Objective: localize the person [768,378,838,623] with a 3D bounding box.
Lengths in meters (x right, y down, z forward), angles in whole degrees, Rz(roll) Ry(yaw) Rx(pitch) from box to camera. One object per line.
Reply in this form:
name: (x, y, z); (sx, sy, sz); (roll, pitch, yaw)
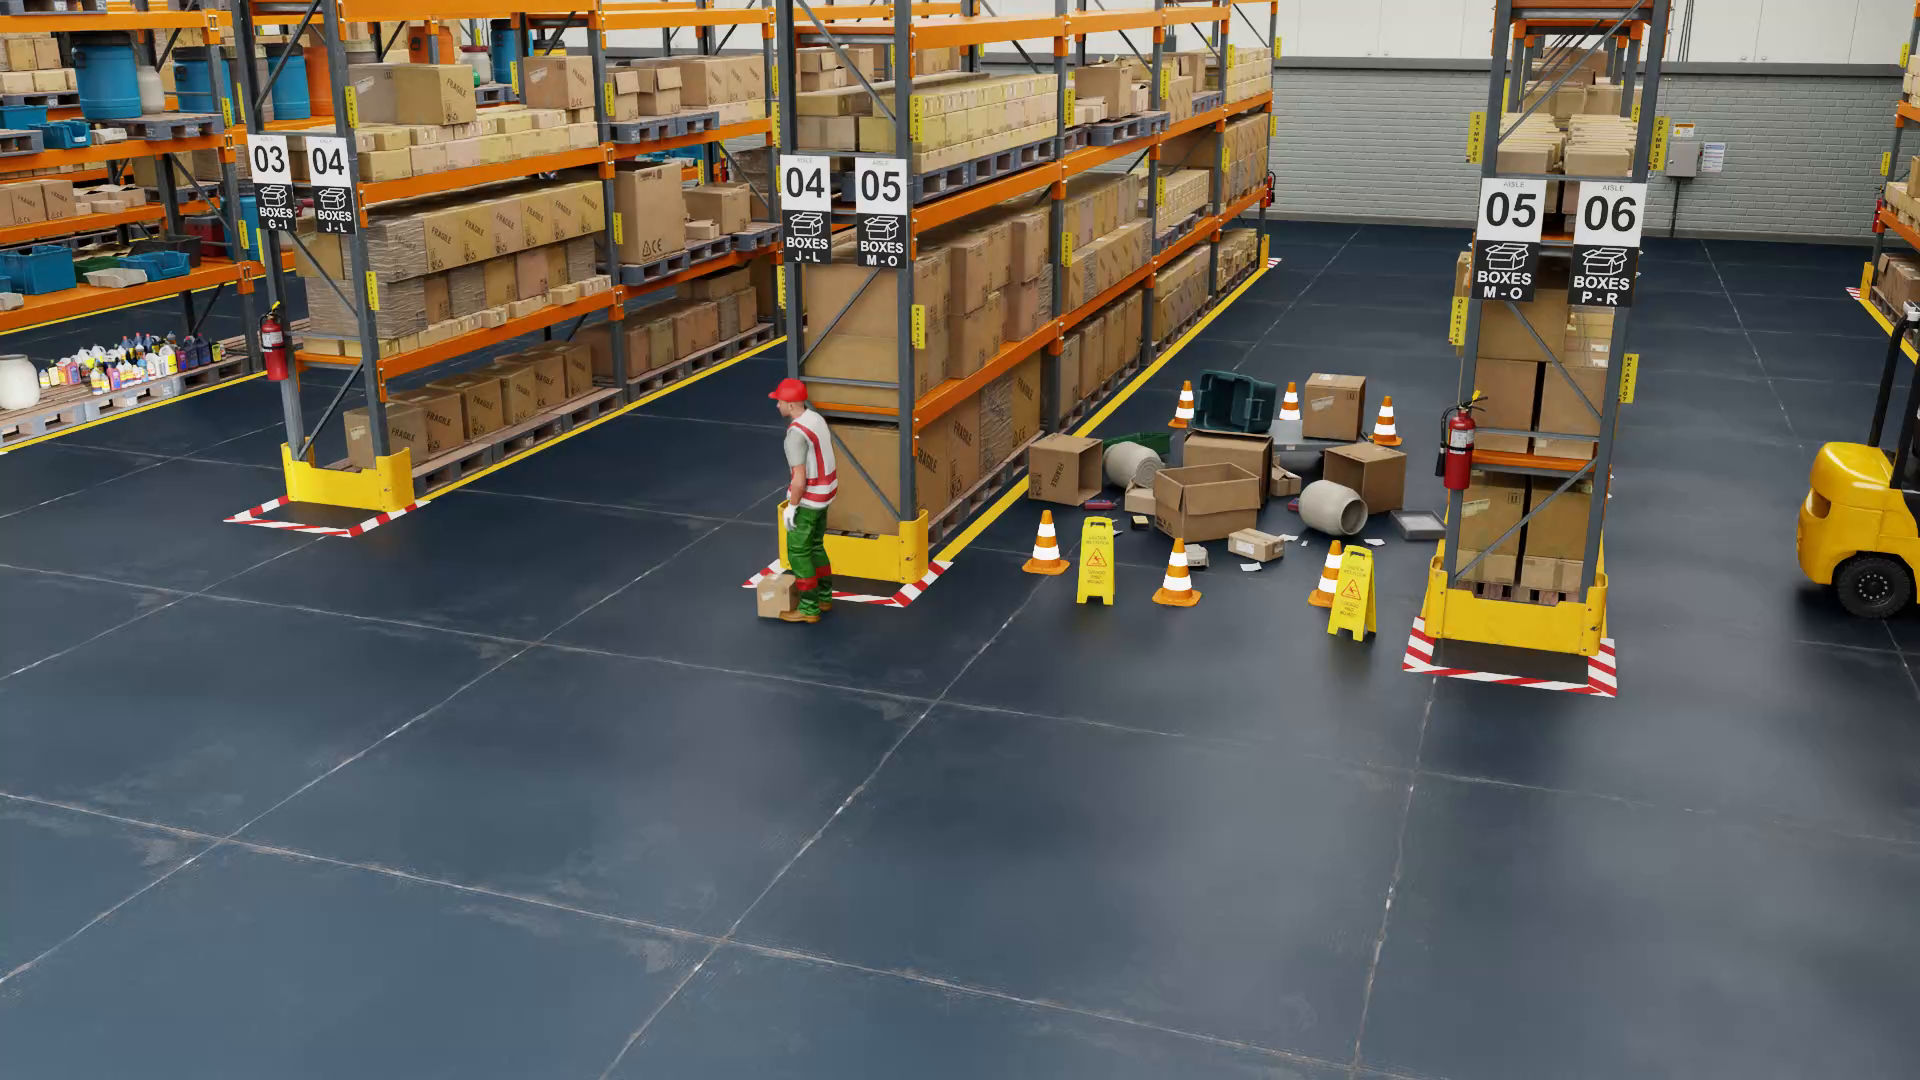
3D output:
person: (-1.114, -0.288, 11.901); (0.451, 1.777, 0.610); (5, 19, 15)
